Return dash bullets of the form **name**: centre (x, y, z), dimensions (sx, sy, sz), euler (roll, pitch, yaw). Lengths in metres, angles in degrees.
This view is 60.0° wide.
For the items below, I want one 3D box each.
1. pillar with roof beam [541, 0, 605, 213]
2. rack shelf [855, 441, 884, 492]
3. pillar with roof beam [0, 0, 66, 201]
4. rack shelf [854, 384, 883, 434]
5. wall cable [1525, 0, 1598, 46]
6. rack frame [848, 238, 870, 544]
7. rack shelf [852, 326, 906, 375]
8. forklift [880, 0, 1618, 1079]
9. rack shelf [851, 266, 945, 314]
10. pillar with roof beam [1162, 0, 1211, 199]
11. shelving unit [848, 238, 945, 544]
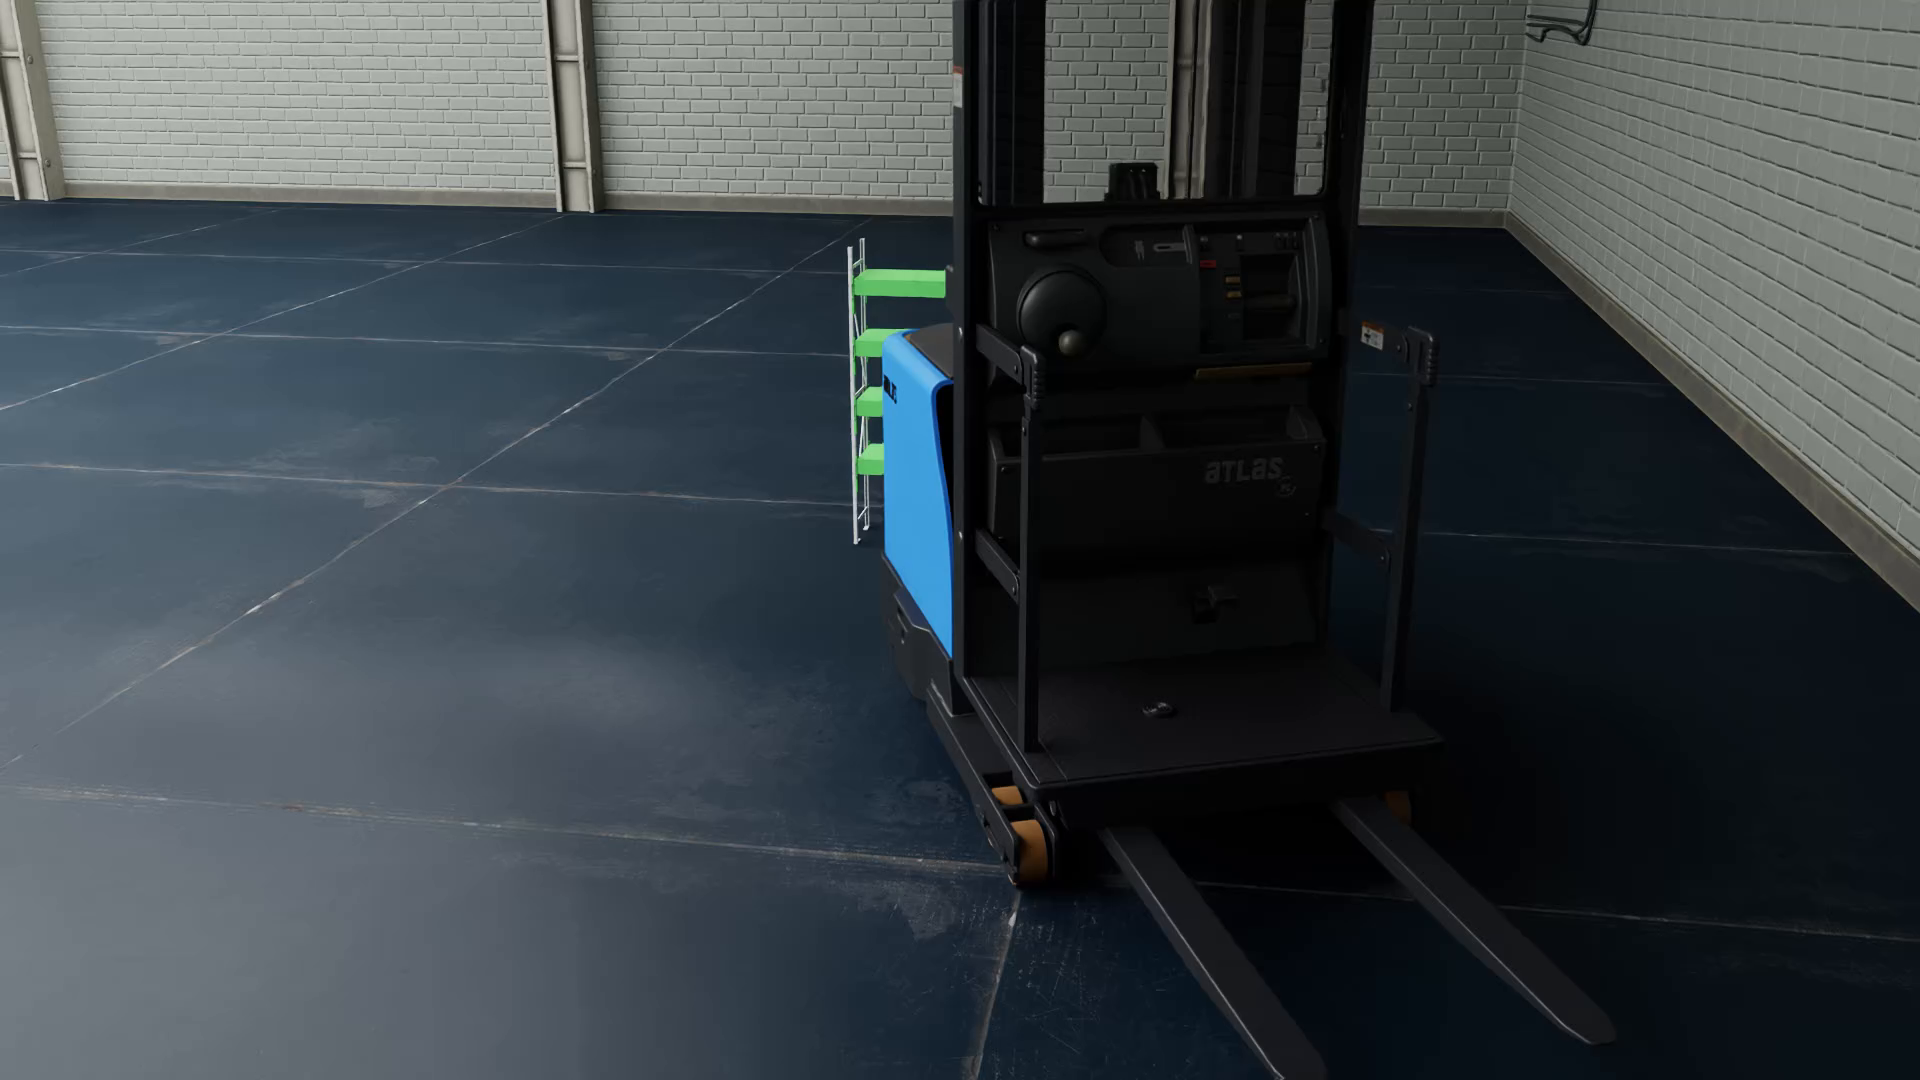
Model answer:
- **pillar with roof beam**: centre (-4.488, -6.234, 11.252), dimensions (0.400, 9.000, 9.100), euler (3, 19, 9)
- **rack shelf**: centre (-0.163, -0.289, 6.734), dimensions (0.480, 0.148, 0.258), euler (3, 19, 9)
- **pillar with roof beam**: centre (-10.412, -6.536, 12.155), dimensions (0.400, 9.000, 9.100), euler (3, 19, 9)
- **rack shelf**: centre (-0.163, -0.517, 6.658), dimensions (0.480, 0.148, 0.258), euler (3, 19, 9)
- **wall cable**: centre (4.818, -5.245, 13.192), dimensions (0.112, 2.526, 3.097), euler (3, 19, 9)
- **rack frame**: centre (-0.404, -0.590, 6.674), dimensions (0.015, 1.200, 0.240), euler (3, 19, 9)
- **rack shelf**: centre (-0.163, -0.744, 6.582), dimensions (0.480, 0.148, 0.258), euler (3, 19, 9)
- **forklift**: centre (0.582, -0.652, 4.133), dimensions (1.130, 2.935, 3.031), euler (-5, 19, -13)
- **rack shelf**: centre (-0.163, -0.972, 6.506), dimensions (0.480, 0.148, 0.258), euler (3, 19, 9)
- **pillar with roof beam**: centre (1.436, -5.932, 10.350), dimensions (0.400, 9.000, 9.100), euler (3, 19, 9)
- **shelving unit**: centre (-0.163, -0.577, 6.638), dimensions (0.503, 1.200, 0.258), euler (3, 19, 9)
